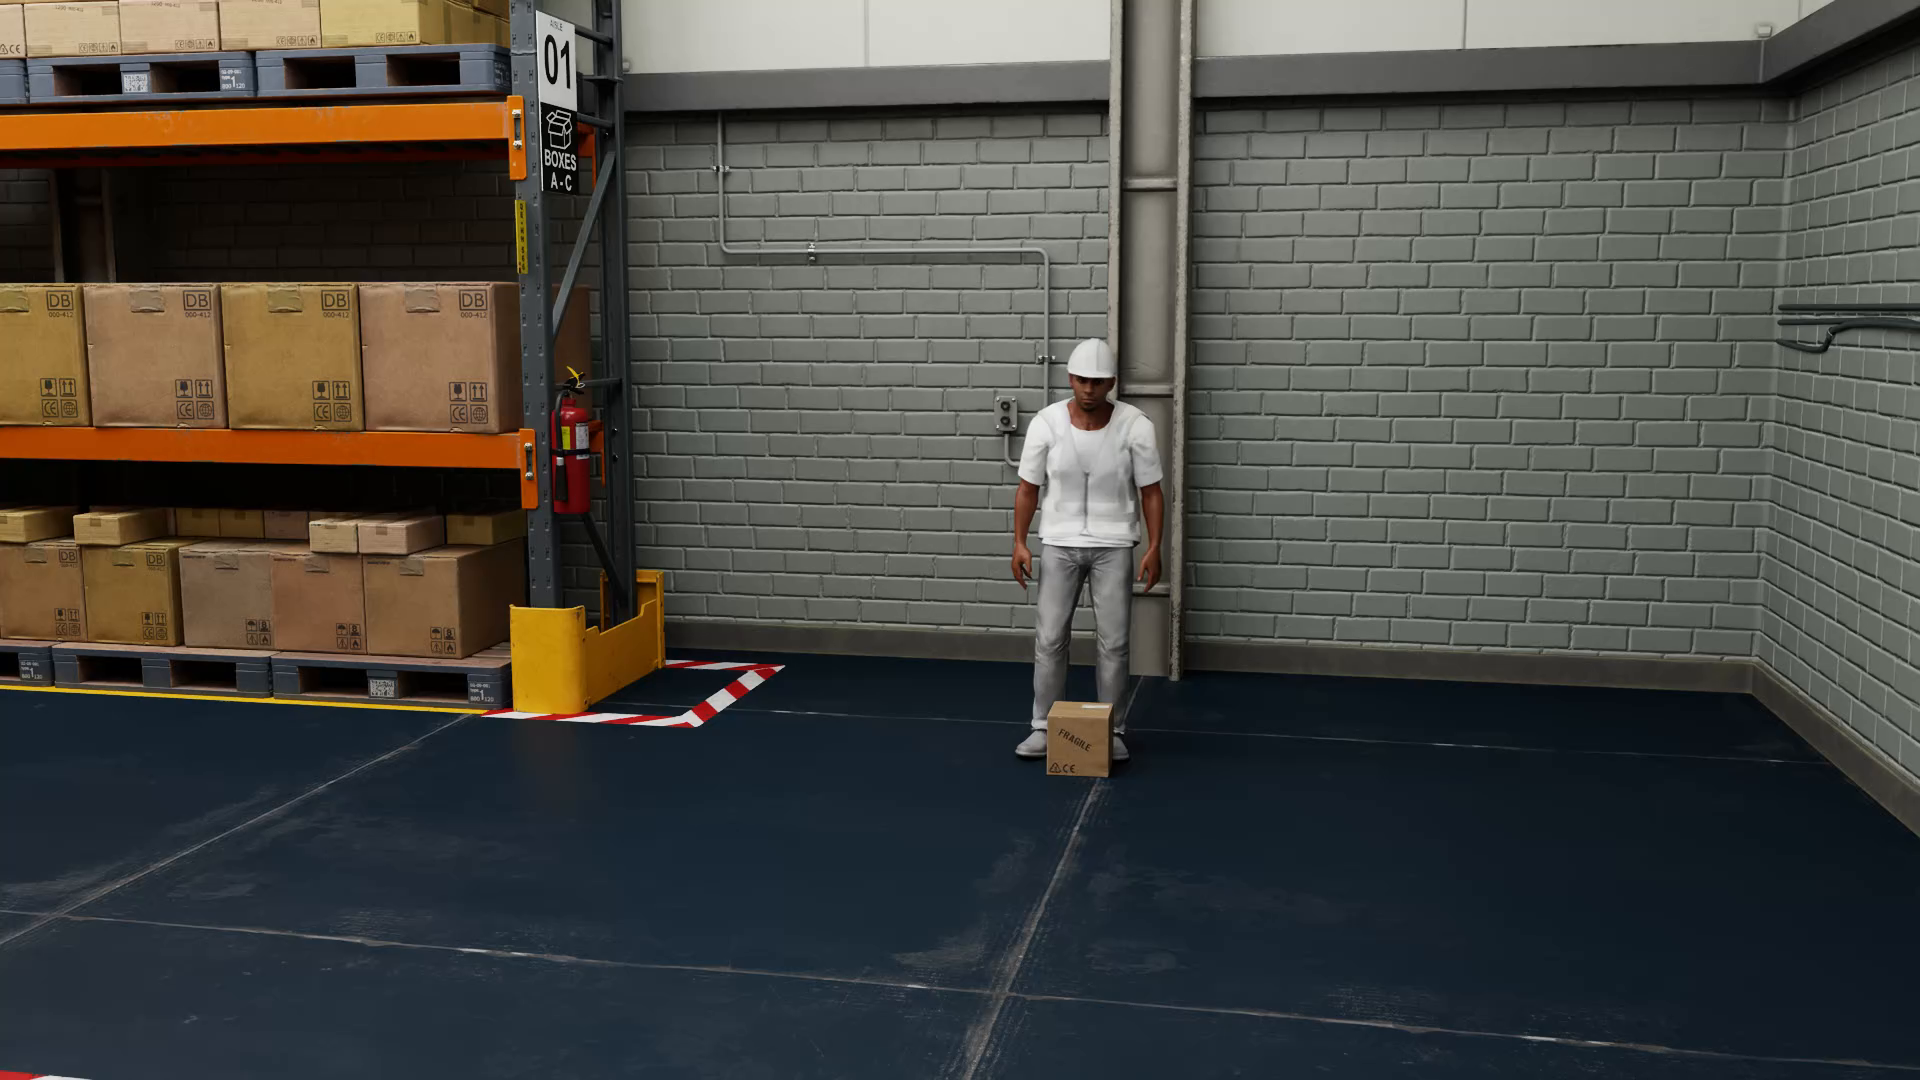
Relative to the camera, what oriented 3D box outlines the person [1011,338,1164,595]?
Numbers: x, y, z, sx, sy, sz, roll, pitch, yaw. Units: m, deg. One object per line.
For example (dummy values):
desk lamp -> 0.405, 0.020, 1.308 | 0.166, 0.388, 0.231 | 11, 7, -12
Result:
person -> 0.530, -0.307, 6.904 | 0.633, 1.059, 0.463 | 1, 8, 10
